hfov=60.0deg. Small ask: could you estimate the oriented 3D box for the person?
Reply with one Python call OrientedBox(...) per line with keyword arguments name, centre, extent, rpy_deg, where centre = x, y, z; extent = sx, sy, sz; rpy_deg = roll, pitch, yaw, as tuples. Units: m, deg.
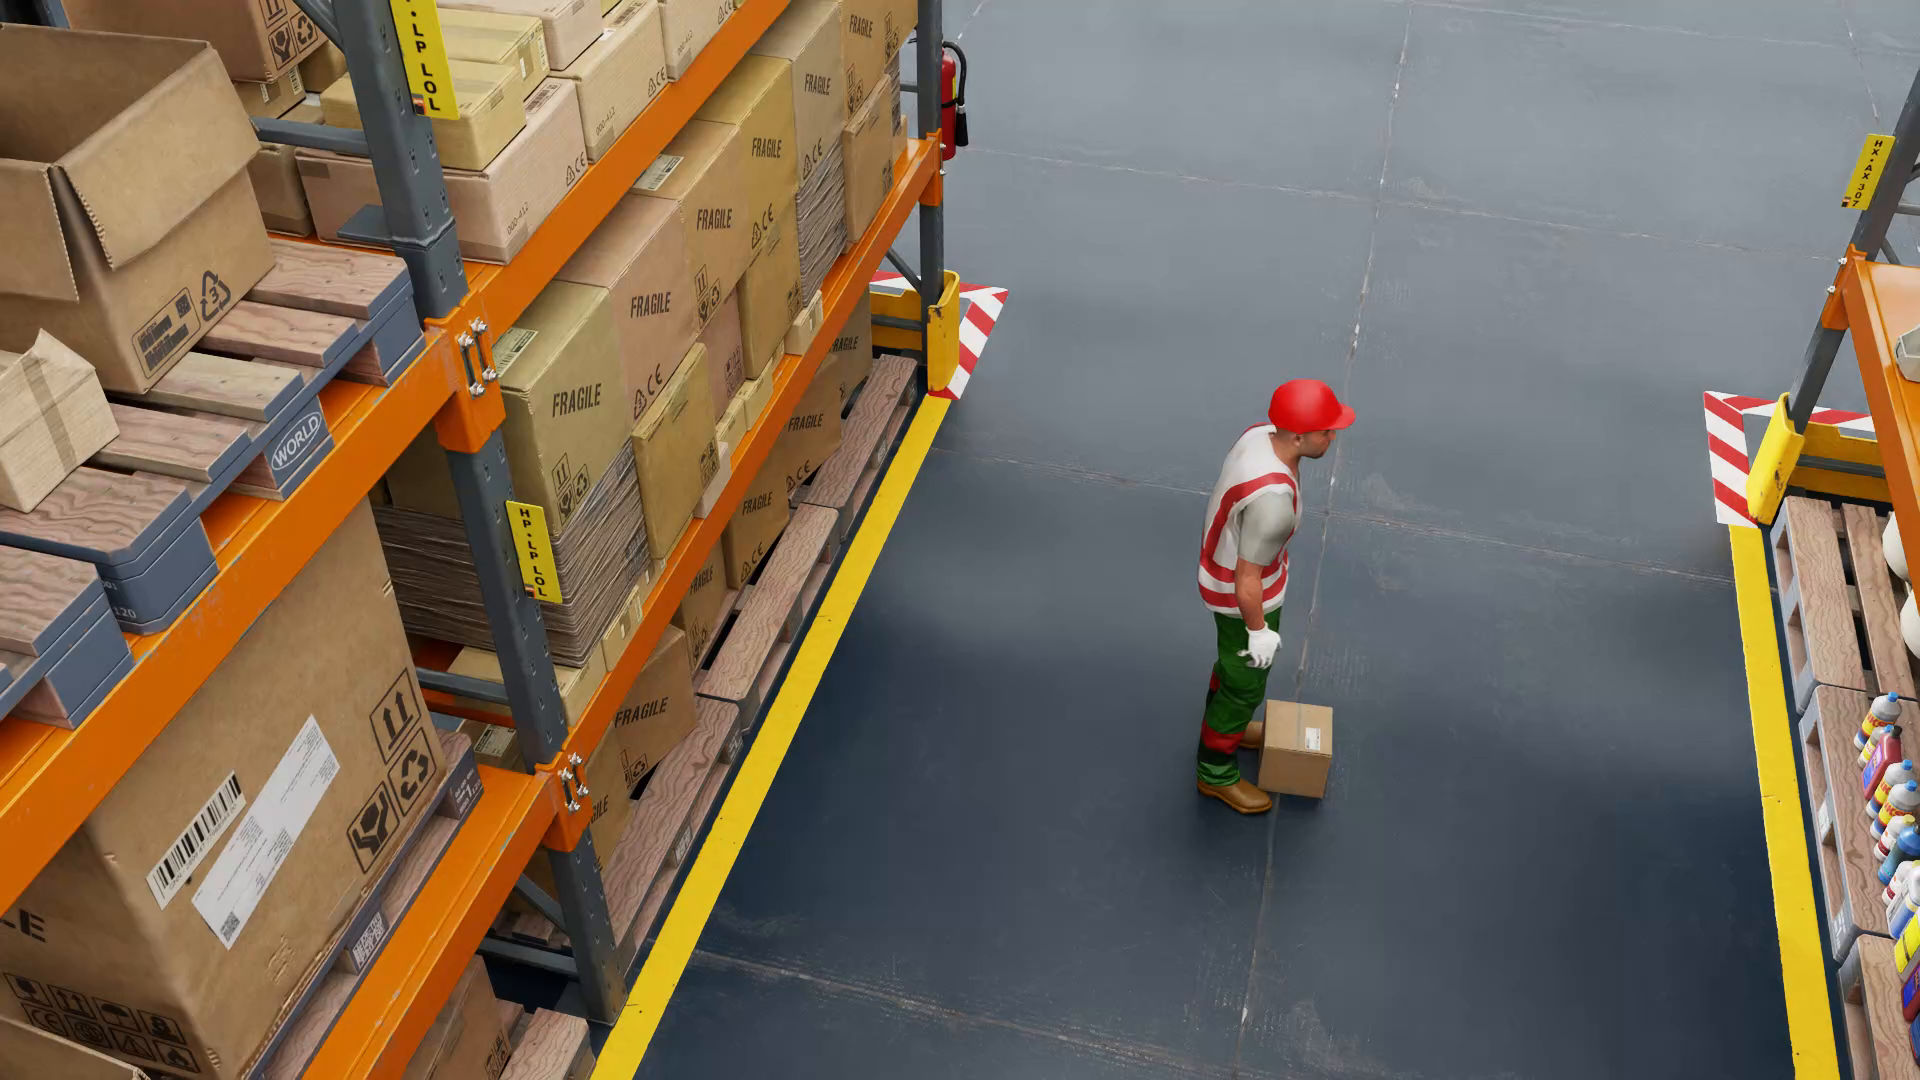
OrientedBox(name="person", centre=(1.068, 0.173, 5.944), extent=(0.446, 1.780, 0.620), rpy_deg=(8, 41, 9))
